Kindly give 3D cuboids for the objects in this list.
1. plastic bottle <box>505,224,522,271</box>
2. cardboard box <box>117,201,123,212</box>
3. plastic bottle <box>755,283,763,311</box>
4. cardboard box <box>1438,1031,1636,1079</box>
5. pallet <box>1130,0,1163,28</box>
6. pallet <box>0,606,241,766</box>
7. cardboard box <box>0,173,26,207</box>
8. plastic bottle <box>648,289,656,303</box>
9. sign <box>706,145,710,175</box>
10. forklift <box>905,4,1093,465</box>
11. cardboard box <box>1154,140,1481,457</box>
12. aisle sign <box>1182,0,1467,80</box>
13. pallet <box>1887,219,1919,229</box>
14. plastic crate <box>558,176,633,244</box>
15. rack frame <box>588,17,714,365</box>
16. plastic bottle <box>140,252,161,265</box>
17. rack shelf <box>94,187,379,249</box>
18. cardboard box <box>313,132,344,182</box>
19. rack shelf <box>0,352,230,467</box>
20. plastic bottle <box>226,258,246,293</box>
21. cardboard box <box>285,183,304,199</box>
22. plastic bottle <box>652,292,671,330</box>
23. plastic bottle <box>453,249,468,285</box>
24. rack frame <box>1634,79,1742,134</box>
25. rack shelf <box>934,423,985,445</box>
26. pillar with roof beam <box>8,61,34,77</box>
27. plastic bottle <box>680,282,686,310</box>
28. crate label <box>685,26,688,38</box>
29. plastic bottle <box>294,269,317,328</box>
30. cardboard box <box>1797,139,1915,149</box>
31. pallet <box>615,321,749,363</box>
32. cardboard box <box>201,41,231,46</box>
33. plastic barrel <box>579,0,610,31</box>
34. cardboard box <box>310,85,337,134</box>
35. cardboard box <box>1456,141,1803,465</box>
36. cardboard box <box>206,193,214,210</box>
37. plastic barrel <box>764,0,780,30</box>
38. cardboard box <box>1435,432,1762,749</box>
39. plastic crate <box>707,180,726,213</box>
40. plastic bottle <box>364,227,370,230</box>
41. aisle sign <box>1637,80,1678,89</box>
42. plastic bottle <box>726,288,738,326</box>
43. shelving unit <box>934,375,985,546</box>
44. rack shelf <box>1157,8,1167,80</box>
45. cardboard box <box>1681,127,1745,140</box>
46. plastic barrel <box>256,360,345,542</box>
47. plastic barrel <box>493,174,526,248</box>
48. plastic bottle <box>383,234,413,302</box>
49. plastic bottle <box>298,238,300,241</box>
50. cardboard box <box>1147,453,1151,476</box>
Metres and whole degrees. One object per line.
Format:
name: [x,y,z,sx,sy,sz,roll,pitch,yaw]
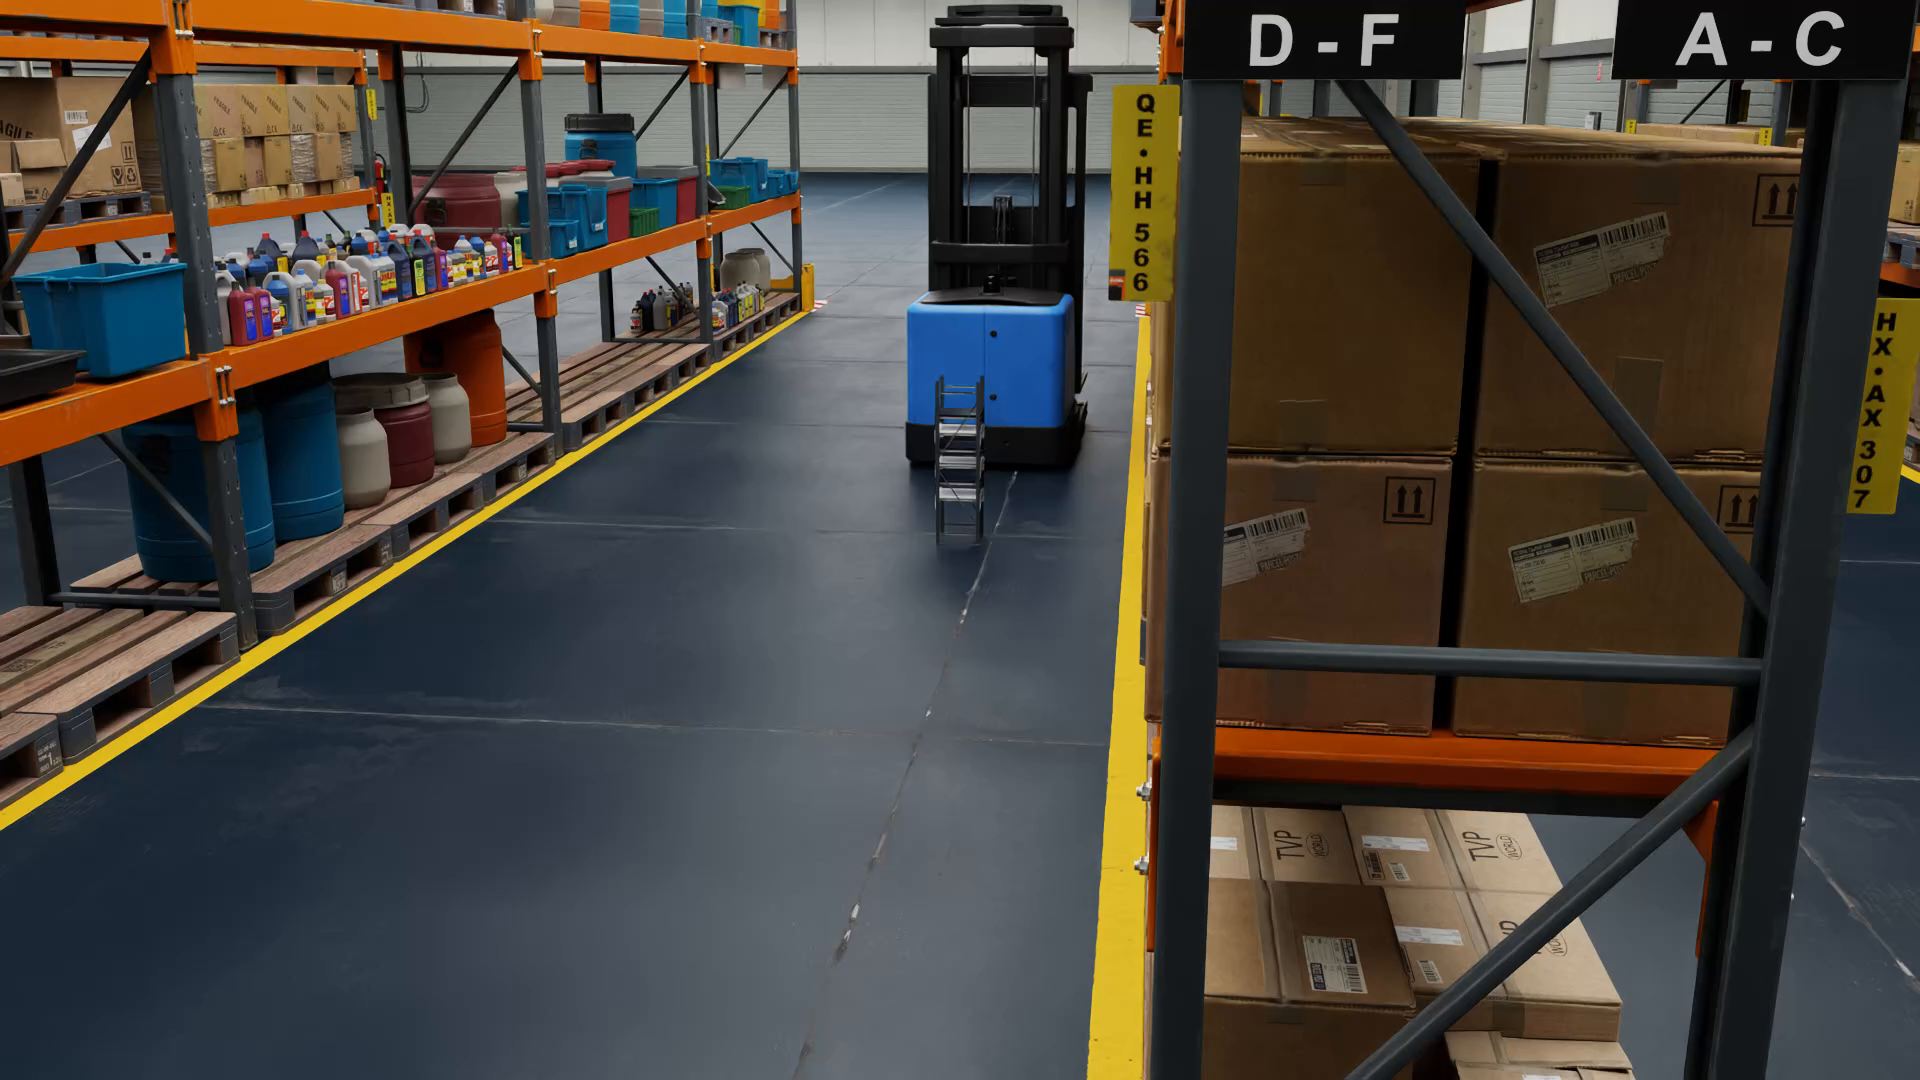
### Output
plastic bottle: [-2.810,-1.844,10.459,0.061,0.283,0.133,2,15,6]
cardboard box: [-7.926,-3.144,15.525,0.380,0.149,0.250,2,15,6]
plastic bottle: [-2.052,-2.474,16.925,0.061,0.283,0.133,2,15,8]
cardboard box: [1.247,1.196,3.578,0.380,0.166,0.250,2,15,6]
pallet: [1.721,-3.406,10.629,1.213,0.211,1.003,2,15,9]
pallet: [-3.684,0.558,6.696,1.003,0.211,1.213,2,15,6]
cardboard box: [-7.692,-2.722,12.965,0.500,0.250,0.500,1,15,5]
plastic bottle: [-2.929,-2.214,15.836,0.144,0.351,0.185,1,15,3]
sign: [-2.832,-4.244,18.579,0.100,0.325,0.005,2,15,6]
forklift: [0.355,-2.237,11.819,1.130,2.935,3.031,2,15,7]
cardboard box: [0.607,-0.451,2.975,0.500,0.500,0.500,2,15,6]
aisle sign: [0.518,-1.042,2.290,0.394,0.787,0.004,2,15,6]
pallet: [6.838,-2.148,11.727,1.003,0.211,1.213,2,15,6]
plastic crate: [-2.702,-2.459,12.386,0.402,0.464,0.583,2,15,6]
rack frame: [-2.737,-3.055,14.715,1.000,3.000,0.127,2,15,6]
plastic bottle: [-3.861,-1.205,7.965,0.144,0.351,0.185,2,15,6]
rack shelf: [-7.432,-3.373,17.266,1.077,0.370,4.000,2,15,6]
cardboard box: [-7.233,-4.155,18.022,0.875,0.500,0.500,2,15,6]
rack shelf: [-3.865,-0.114,5.217,1.077,0.370,4.000,2,15,6]
plastic bottle: [-3.677,-1.292,8.439,0.097,0.271,0.097,0,15,0]
cardboard box: [-7.099,-3.645,17.378,0.380,0.149,0.250,2,15,6]
plastic bottle: [-2.807,-2.160,15.636,0.144,0.351,0.185,2,15,6]
plastic bottle: [-2.922,-1.589,9.673,0.097,0.201,0.097,0,15,0]
rack frame: [7.558,-3.801,17.472,1.000,3.000,0.127,2,15,6]
rack shelf: [-0.001,-0.574,8.999,0.258,0.077,0.200,2,15,6]
pillar with roof beam: [-16.651,-11.959,36.151,9.100,9.000,0.400,2,15,6]
plastic bottle: [-2.843,-2.475,16.928,0.061,0.283,0.133,2,15,7]
crate label: [-2.825,-4.993,16.420,0.502,0.251,0.408,2,15,6]
plastic bottle: [-3.127,-1.151,7.920,0.097,0.271,0.097,0,15,0]
cardboard box: [7.016,-2.893,13.081,0.700,0.500,0.500,2,15,6]
pallet: [-2.620,-1.882,15.718,1.003,0.211,1.213,2,15,6]
cardboard box: [-7.298,-4.823,15.794,0.500,0.250,0.500,2,15,6]
plastic barrel: [-2.806,-4.049,11.822,0.600,0.830,0.708,2,15,6]
cardboard box: [-7.074,-4.633,17.874,0.500,0.500,0.500,2,15,6]
cardboard box: [1.143,-0.434,2.915,0.500,0.500,0.500,2,15,8]
cardboard box: [-7.294,-3.191,15.699,0.380,0.149,0.250,2,15,6]
plastic barrel: [-2.214,-5.821,17.569,0.600,0.830,0.708,2,15,6]
cardboard box: [1.143,0.048,3.045,0.500,0.500,0.500,2,15,7]
plastic crate: [-2.551,-3.157,15.211,0.767,0.338,0.504,2,15,6]
plastic bottle: [-3.641,-1.775,10.203,0.061,0.283,0.133,2,15,6]
aisle sign: [7.268,-5.083,17.235,0.394,0.787,0.004,2,15,6]
plastic bottle: [-2.212,-2.235,15.913,0.144,0.351,0.185,1,15,4]
shelving unit: [-0.001,-0.432,9.037,0.258,0.900,0.210,2,15,6]
rack shelf: [1.507,-2.453,8.119,1.077,0.370,4.000,2,15,6]
cardboard box: [7.029,-3.589,15.502,0.500,0.500,0.500,2,15,8]
plastic barrel: [-3.481,-0.494,8.460,0.600,0.901,0.708,2,15,6]
plastic barrel: [-3.284,-2.345,11.873,0.421,0.512,0.421,0,15,0]
plastic bottle: [-3.034,-1.458,8.900,0.144,0.351,0.185,2,15,6]
plastic bottle: [-3.734,-1.560,9.410,0.061,0.283,0.133,2,15,6]
cardboard box: [1.117,-0.104,7.745,0.500,0.500,0.500,2,15,6]
